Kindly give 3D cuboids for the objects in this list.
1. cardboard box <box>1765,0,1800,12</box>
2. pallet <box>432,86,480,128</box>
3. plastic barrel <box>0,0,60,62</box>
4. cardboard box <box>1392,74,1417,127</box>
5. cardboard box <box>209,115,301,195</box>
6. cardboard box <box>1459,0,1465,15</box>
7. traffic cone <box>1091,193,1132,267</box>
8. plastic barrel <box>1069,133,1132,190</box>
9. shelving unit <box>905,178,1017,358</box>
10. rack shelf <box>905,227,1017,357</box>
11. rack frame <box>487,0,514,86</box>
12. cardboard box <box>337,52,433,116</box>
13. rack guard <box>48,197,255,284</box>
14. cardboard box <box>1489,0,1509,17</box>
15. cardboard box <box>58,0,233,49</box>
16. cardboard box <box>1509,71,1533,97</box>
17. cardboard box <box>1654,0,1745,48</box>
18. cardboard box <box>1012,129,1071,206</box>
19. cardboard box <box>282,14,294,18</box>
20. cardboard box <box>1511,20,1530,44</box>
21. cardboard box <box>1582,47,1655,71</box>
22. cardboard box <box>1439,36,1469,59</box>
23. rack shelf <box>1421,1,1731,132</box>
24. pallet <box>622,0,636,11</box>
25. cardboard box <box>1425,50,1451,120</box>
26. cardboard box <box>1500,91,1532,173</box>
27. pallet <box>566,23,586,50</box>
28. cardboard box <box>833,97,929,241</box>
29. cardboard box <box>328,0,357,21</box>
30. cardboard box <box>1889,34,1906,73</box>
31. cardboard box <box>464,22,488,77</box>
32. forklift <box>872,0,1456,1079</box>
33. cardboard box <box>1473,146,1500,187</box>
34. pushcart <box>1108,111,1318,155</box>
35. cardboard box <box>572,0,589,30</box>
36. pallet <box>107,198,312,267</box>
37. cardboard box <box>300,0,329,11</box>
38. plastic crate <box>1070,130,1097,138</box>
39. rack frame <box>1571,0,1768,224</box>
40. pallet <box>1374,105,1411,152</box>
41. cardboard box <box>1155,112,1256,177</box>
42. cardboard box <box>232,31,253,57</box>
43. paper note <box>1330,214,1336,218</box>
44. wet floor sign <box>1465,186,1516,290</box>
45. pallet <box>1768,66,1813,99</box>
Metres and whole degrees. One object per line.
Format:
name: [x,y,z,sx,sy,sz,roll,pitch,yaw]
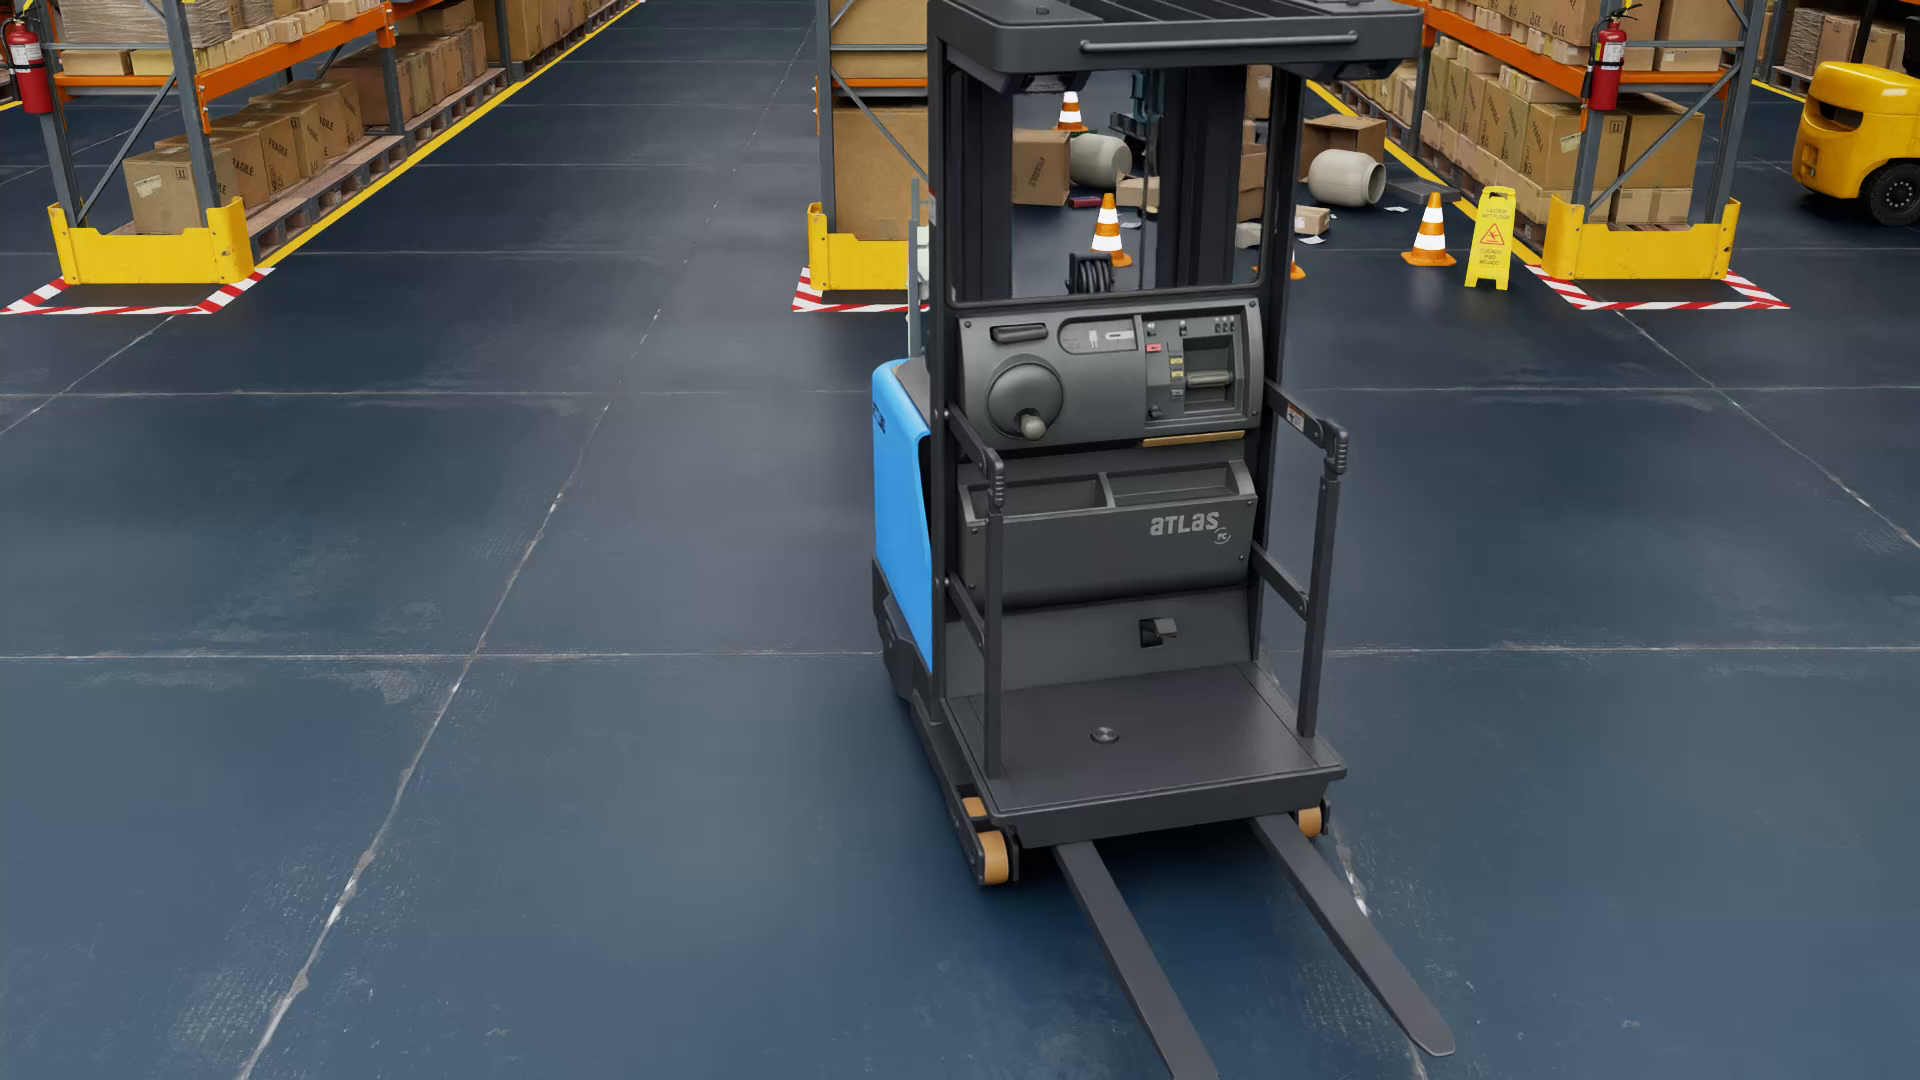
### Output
cardboard box: [9.169,-6.015,18.646,0.380,0.149,0.250,-1,24,-3]
pallet: [-5.428,-4.302,16.507,1.003,0.211,1.213,0,24,-1]
plastic barrel: [-10.421,-5.778,18.510,0.600,0.830,0.708,0,24,-1]
cardboard box: [4.499,-4.003,15.140,0.950,0.372,0.625,0,24,0]
cardboard box: [-5.377,-2.914,12.576,0.500,0.500,0.500,2,24,4]
cardboard box: [4.278,-4.334,13.497,0.380,0.149,0.250,0,24,-1]
traffic cone: [1.017,-2.150,11.442,0.336,0.463,0.334,0,24,-1]
plastic barrel: [1.105,-3.094,13.578,0.512,0.421,0.421,19,30,35]
shelving unit: [0.000,-0.681,6.935,0.431,1.500,0.755,0,24,-1]
rack shelf: [0.000,-1.036,6.774,0.431,0.370,0.720,0,24,-1]
rack frame: [-5.445,-6.396,17.753,1.000,3.000,0.127,0,24,-1]
cardboard box: [-5.373,-4.259,15.527,0.700,0.500,0.500,0,24,-1]
rack guard: [-5.359,-1.992,11.048,1.175,0.500,0.348,0,24,-1]
cardboard box: [4.280,-4.169,12.346,0.500,0.500,0.500,0,24,0]
cardboard box: [-5.337,-3.508,10.883,0.875,0.500,0.500,0,24,-1]
cardboard box: [4.211,-3.304,12.044,0.380,0.149,0.250,0,24,0]
cardboard box: [4.823,-3.522,10.915,0.500,0.500,0.500,-1,24,-1]
cardboard box: [0.602,-2.956,13.176,0.500,0.500,0.500,4,25,9]
cardboard box: [-5.178,-3.825,12.372,0.380,0.149,0.250,0,24,-1]
cardboard box: [4.249,-3.710,12.117,0.380,0.149,0.250,-1,24,-1]
cardboard box: [4.333,-3.183,10.953,0.380,0.149,0.250,1,24,1]
cardboard box: [4.185,-4.072,13.744,0.380,0.149,0.250,0,24,0]
rack shelf: [4.529,-3.641,12.533,1.077,0.370,4.000,0,24,-1]
pallet: [-5.446,-8.093,24.888,1.003,0.211,1.213,0,24,-1]
cardboard box: [4.244,-3.829,13.992,0.500,0.500,0.500,1,24,2]
cardboard box: [4.273,-2.969,12.091,0.500,0.500,0.500,1,24,1]
pallet: [-5.405,-6.456,21.269,1.003,0.211,1.213,0,24,-1]
cardboard box: [-0.471,-2.583,11.390,0.875,0.875,0.875,0,24,0]
cardboard box: [-5.055,-4.238,13.284,0.380,0.149,0.250,0,24,-1]
cardboard box: [9.453,-4.461,15.845,0.875,0.625,0.625,0,24,-1]
cardboard box: [-5.418,-5.182,17.567,0.700,0.500,0.500,-2,24,-3]
forklift: [0.509,-0.476,4.745,1.130,2.935,3.031,-6,25,-12]
cardboard box: [4.264,-2.844,12.725,0.500,0.250,0.500,-1,24,-2]
pushcart: [2.228,-3.567,14.679,1.648,0.377,0.936,-9,26,-19]
cardboard box: [-5.462,-7.004,21.165,1.225,0.875,0.875,0,24,0]
pallet: [-5.333,-2.196,11.848,1.003,0.211,1.213,0,24,-1]
cardboard box: [-5.382,-4.332,12.705,0.875,0.500,0.500,0,24,-1]
plastic crate: [0.871,-3.408,14.488,0.450,0.188,0.662,3,22,31]
rack frame: [4.551,-3.144,10.562,1.000,3.000,0.127,0,24,-1]
pallet: [4.498,-3.843,15.491,1.003,0.211,1.213,0,24,-1]
cardboard box: [1.982,-3.167,13.476,0.797,0.637,0.503,0,24,-1]
cardboard box: [-5.118,-3.413,11.461,0.380,0.149,0.250,0,24,-1]
paper note: [2.853,-2.475,12.711,0.032,0.001,0.123,0,24,-1]
wet floor sign: [3.483,-1.989,10.864,0.267,0.644,0.232,8,26,18]
pallet: [9.397,-4.855,17.728,1.003,0.211,1.213,0,24,-1]
